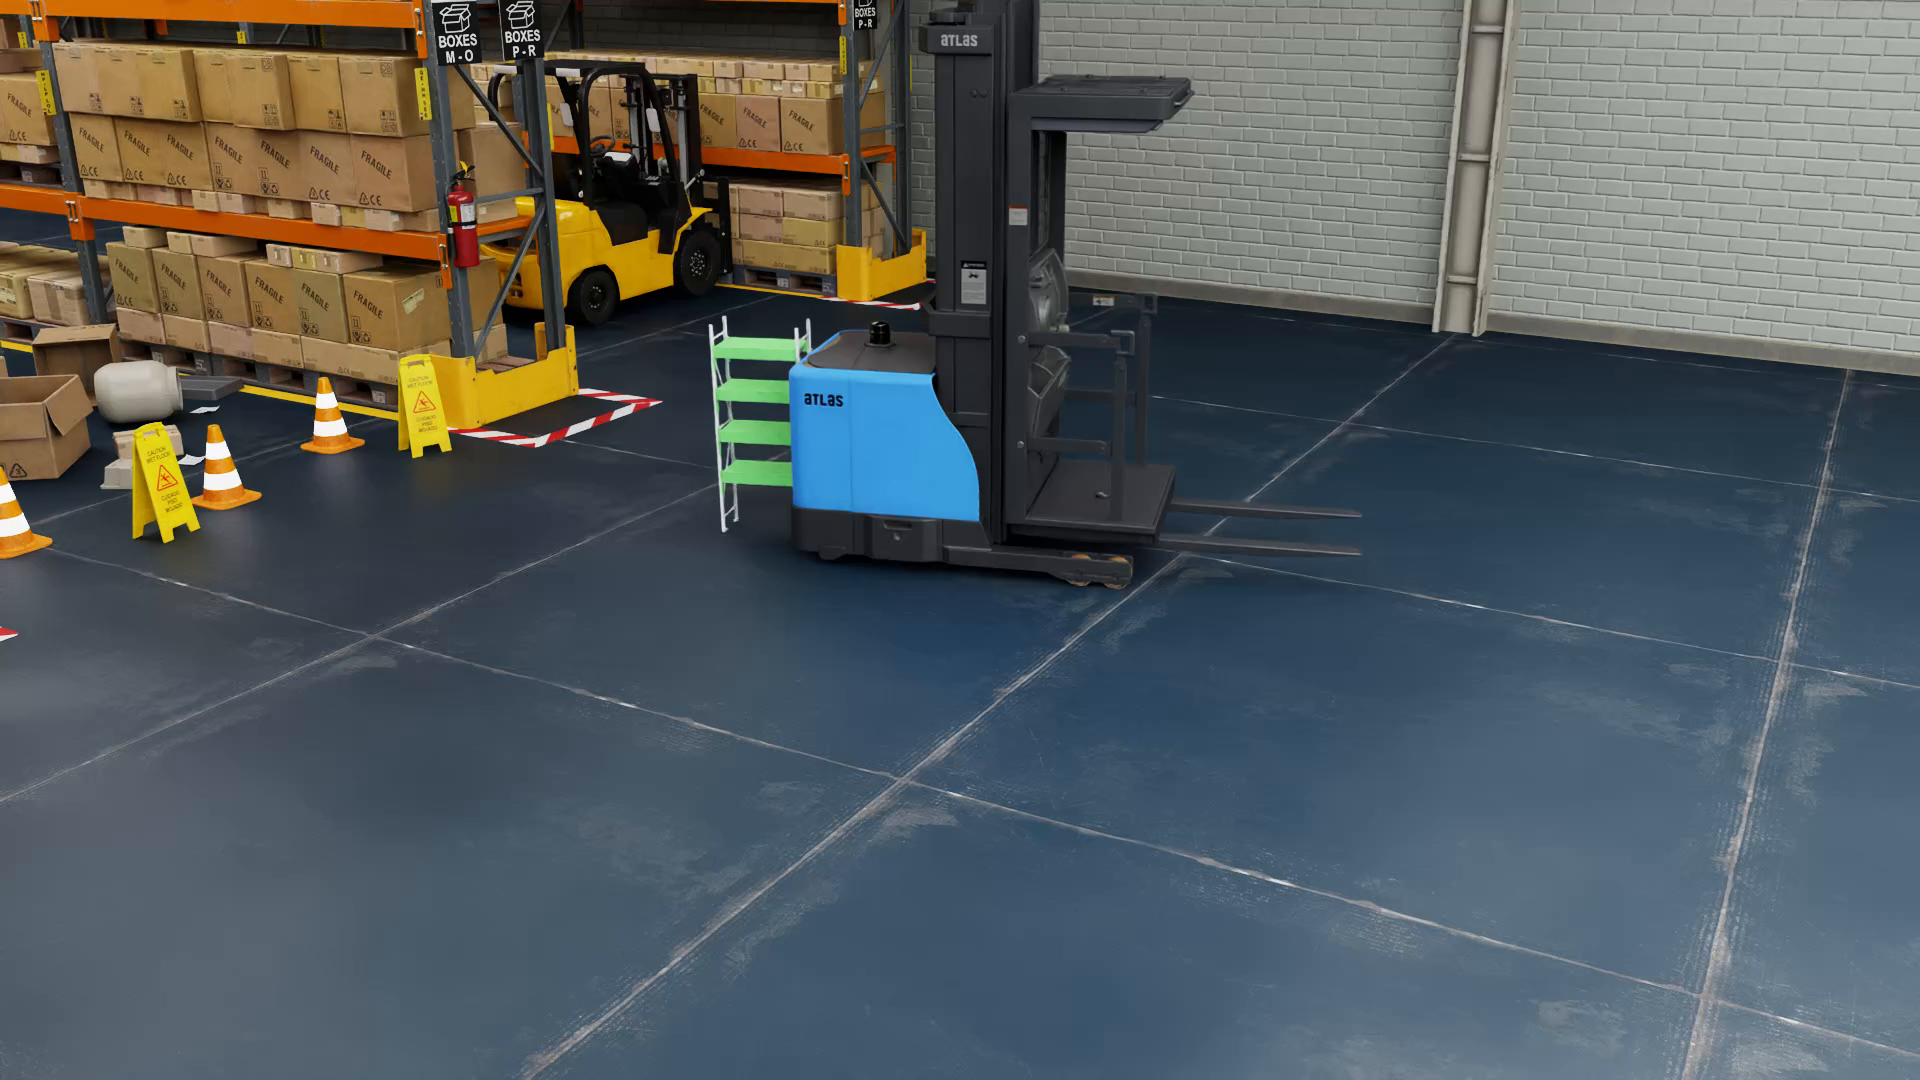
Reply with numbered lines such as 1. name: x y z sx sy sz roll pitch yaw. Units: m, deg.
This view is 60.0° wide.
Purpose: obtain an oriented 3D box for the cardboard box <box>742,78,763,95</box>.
1. cardboard box: -1.849 -4.297 15.713 0.250 0.149 0.380 11 22 27

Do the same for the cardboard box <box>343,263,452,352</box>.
1. cardboard box: -4.009 -1.666 11.875 0.500 0.500 0.500 11 23 28

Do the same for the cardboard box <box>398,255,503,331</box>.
1. cardboard box: -3.772 -1.830 12.328 0.500 0.500 0.500 10 22 26

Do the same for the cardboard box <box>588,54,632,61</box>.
1. cardboard box: -3.449 -4.717 16.435 0.250 0.149 0.380 11 23 28

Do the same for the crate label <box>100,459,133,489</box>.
1. crate label: -5.148 -0.420 10.321 0.298 0.136 0.250 0 20 -1

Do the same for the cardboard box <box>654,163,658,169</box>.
1. cardboard box: -3.283 -3.767 17.301 0.500 0.250 0.500 10 22 27

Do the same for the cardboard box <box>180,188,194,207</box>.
1. cardboard box: -5.616 -2.604 12.512 0.250 0.149 0.380 11 23 27

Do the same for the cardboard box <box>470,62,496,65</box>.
1. cardboard box: -5.085 -4.933 17.467 0.250 0.149 0.380 11 23 27

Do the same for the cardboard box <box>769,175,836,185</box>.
1. cardboard box: -1.530 -3.424 16.356 0.500 0.250 0.500 11 23 27

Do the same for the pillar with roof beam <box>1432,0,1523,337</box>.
1. pillar with roof beam: 2.206 -4.756 9.279 0.400 9.000 9.100 11 23 27

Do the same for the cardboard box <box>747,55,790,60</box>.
1. cardboard box: -1.854 -4.617 16.161 0.250 0.149 0.380 12 23 29

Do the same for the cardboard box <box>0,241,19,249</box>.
1. cardboard box: -9.030 -2.428 14.897 0.625 0.372 0.950 10 22 26

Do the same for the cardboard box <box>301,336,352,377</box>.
1. cardboard box: -4.467 -1.400 12.243 0.500 0.250 0.500 11 23 27

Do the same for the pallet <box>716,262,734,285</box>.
1. pallet: -2.513 -2.838 16.879 1.213 0.211 1.003 11 23 27

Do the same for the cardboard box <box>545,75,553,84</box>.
1. cardboard box: -4.107 -4.717 16.871 0.250 0.149 0.380 10 22 26

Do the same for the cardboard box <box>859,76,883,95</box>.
1. cardboard box: -0.934 -4.316 15.768 0.250 0.149 0.380 10 22 26

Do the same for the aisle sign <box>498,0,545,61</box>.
1. aisle sign: -2.977 -3.657 11.235 0.004 0.787 0.394 11 23 27

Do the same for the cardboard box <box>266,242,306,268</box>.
1. cardboard box: -4.809 -2.099 12.117 0.250 0.149 0.380 12 23 30

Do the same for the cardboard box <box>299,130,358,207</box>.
1. cardboard box: -4.225 -2.632 11.640 0.500 0.500 0.500 11 23 27

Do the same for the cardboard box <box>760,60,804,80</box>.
1. cardboard box: -1.652 -4.387 15.525 0.250 0.149 0.380 11 23 28

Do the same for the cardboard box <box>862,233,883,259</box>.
1. cardboard box: -1.098 -2.876 16.310 0.500 0.250 0.500 11 23 28

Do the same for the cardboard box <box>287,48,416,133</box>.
1. cardboard box: -4.173 -3.116 11.507 0.500 0.500 0.700 11 23 28

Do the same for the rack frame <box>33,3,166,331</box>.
1. rack frame: -6.674 -3.018 13.286 0.127 3.000 1.000 11 23 27

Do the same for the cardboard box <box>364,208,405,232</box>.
1. cardboard box: -3.888 -2.242 11.516 0.250 0.149 0.380 10 22 27

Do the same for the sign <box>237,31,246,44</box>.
1. sign: -8.005 -5.505 18.561 0.005 0.325 0.100 11 23 27

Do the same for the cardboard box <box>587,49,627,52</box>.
1. cardboard box: -3.632 -4.971 17.135 0.250 0.149 0.380 10 22 26

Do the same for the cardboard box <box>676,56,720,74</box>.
1. cardboard box: -2.522 -4.573 16.039 0.250 0.149 0.380 11 23 28

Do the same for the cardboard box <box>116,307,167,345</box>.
1. cardboard box: -6.291 -1.744 13.191 0.500 0.250 0.500 10 22 25

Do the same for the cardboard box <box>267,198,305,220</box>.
1. cardboard box: -4.764 -2.425 12.020 0.250 0.149 0.380 11 22 27

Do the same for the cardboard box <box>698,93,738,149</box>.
1. cardboard box: -2.218 -4.056 16.000 0.500 0.500 0.500 10 22 26

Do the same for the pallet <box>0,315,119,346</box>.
1. pallet: -7.354 -1.836 14.117 1.213 0.211 1.003 11 23 27

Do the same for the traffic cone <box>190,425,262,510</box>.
1. traffic cone: -4.431 -0.461 9.956 0.334 0.463 0.336 11 23 27

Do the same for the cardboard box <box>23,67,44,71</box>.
1. cardboard box: -7.806 -3.735 14.064 0.500 0.500 0.500 11 22 27

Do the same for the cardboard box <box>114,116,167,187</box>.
1. cardboard box: -5.976 -2.972 12.576 0.500 0.500 0.500 11 23 27

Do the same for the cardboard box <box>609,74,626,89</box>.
1. cardboard box: -3.231 -4.532 16.362 0.250 0.149 0.380 11 22 27

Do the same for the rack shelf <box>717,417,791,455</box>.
1. rack shelf: -1.093 -0.576 9.370 0.480 0.148 0.258 3 20 12

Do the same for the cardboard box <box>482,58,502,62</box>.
1. cardboard box: -5.118 -5.109 17.952 0.250 0.149 0.380 11 22 27

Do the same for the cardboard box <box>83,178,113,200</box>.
1. cardboard box: -6.555 -2.752 12.921 0.250 0.149 0.380 11 23 27

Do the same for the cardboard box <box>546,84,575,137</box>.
1. cardboard box: -3.996 -4.392 16.926 0.500 0.500 0.500 10 22 26

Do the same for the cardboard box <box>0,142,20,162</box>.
1. cardboard box: -7.479 -3.150 13.402 0.250 0.149 0.380 10 22 26

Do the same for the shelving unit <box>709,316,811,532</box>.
1. shelving unit: -1.094 -0.636 9.348 0.503 1.200 0.258 3 20 12

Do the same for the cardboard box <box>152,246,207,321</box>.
1. cardboard box: -5.817 -2.011 12.827 0.500 0.500 0.500 12 23 29

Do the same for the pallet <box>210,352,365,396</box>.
1. pallet: -5.001 -1.403 12.924 1.213 0.211 1.003 11 23 27

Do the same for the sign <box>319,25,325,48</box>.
1. sign: -7.481 -5.871 19.454 0.005 0.325 0.100 11 23 27

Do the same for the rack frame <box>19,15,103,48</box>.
1. rack frame: -11.241 -5.827 21.029 0.127 3.000 1.000 11 23 27

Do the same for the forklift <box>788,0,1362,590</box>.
1. forklift: 0.654 -1.319 8.704 3.031 2.935 1.130 4 20 12

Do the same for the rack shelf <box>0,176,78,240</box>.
1. rack shelf: -8.420 -3.012 14.325 4.000 0.370 1.077 11 23 27

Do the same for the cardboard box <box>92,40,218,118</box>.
1. cardboard box: -5.960 -3.445 12.416 0.500 0.500 0.700 11 23 28

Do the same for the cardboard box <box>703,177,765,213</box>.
1. cardboard box: -2.213 -3.354 16.162 0.500 0.250 0.500 11 23 28

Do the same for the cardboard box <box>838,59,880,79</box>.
1. cardboard box: -0.953 -4.442 15.678 0.250 0.149 0.380 10 22 26

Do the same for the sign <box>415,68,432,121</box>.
1. sign: -3.470 -2.884 10.754 0.005 0.325 0.100 11 23 27

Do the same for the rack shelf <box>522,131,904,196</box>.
1. rack shelf: -2.510 -3.825 16.567 4.000 0.370 1.077 11 23 27

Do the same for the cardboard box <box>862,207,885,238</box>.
1. cardboard box: -1.074 -3.111 16.225 0.500 0.250 0.500 11 23 28

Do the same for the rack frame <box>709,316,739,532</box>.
1. rack frame: -1.333 -0.650 9.397 0.015 1.200 0.240 3 20 12

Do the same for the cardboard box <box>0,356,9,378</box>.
1. cardboard box: -6.771 -0.934 11.004 0.503 0.637 0.797 11 23 27

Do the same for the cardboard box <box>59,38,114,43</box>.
1. cardboard box: -10.475 -5.838 20.297 0.500 0.500 0.700 11 23 28

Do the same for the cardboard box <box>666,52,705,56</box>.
1. cardboard box: -2.728 -4.802 16.671 0.250 0.149 0.380 11 22 27
